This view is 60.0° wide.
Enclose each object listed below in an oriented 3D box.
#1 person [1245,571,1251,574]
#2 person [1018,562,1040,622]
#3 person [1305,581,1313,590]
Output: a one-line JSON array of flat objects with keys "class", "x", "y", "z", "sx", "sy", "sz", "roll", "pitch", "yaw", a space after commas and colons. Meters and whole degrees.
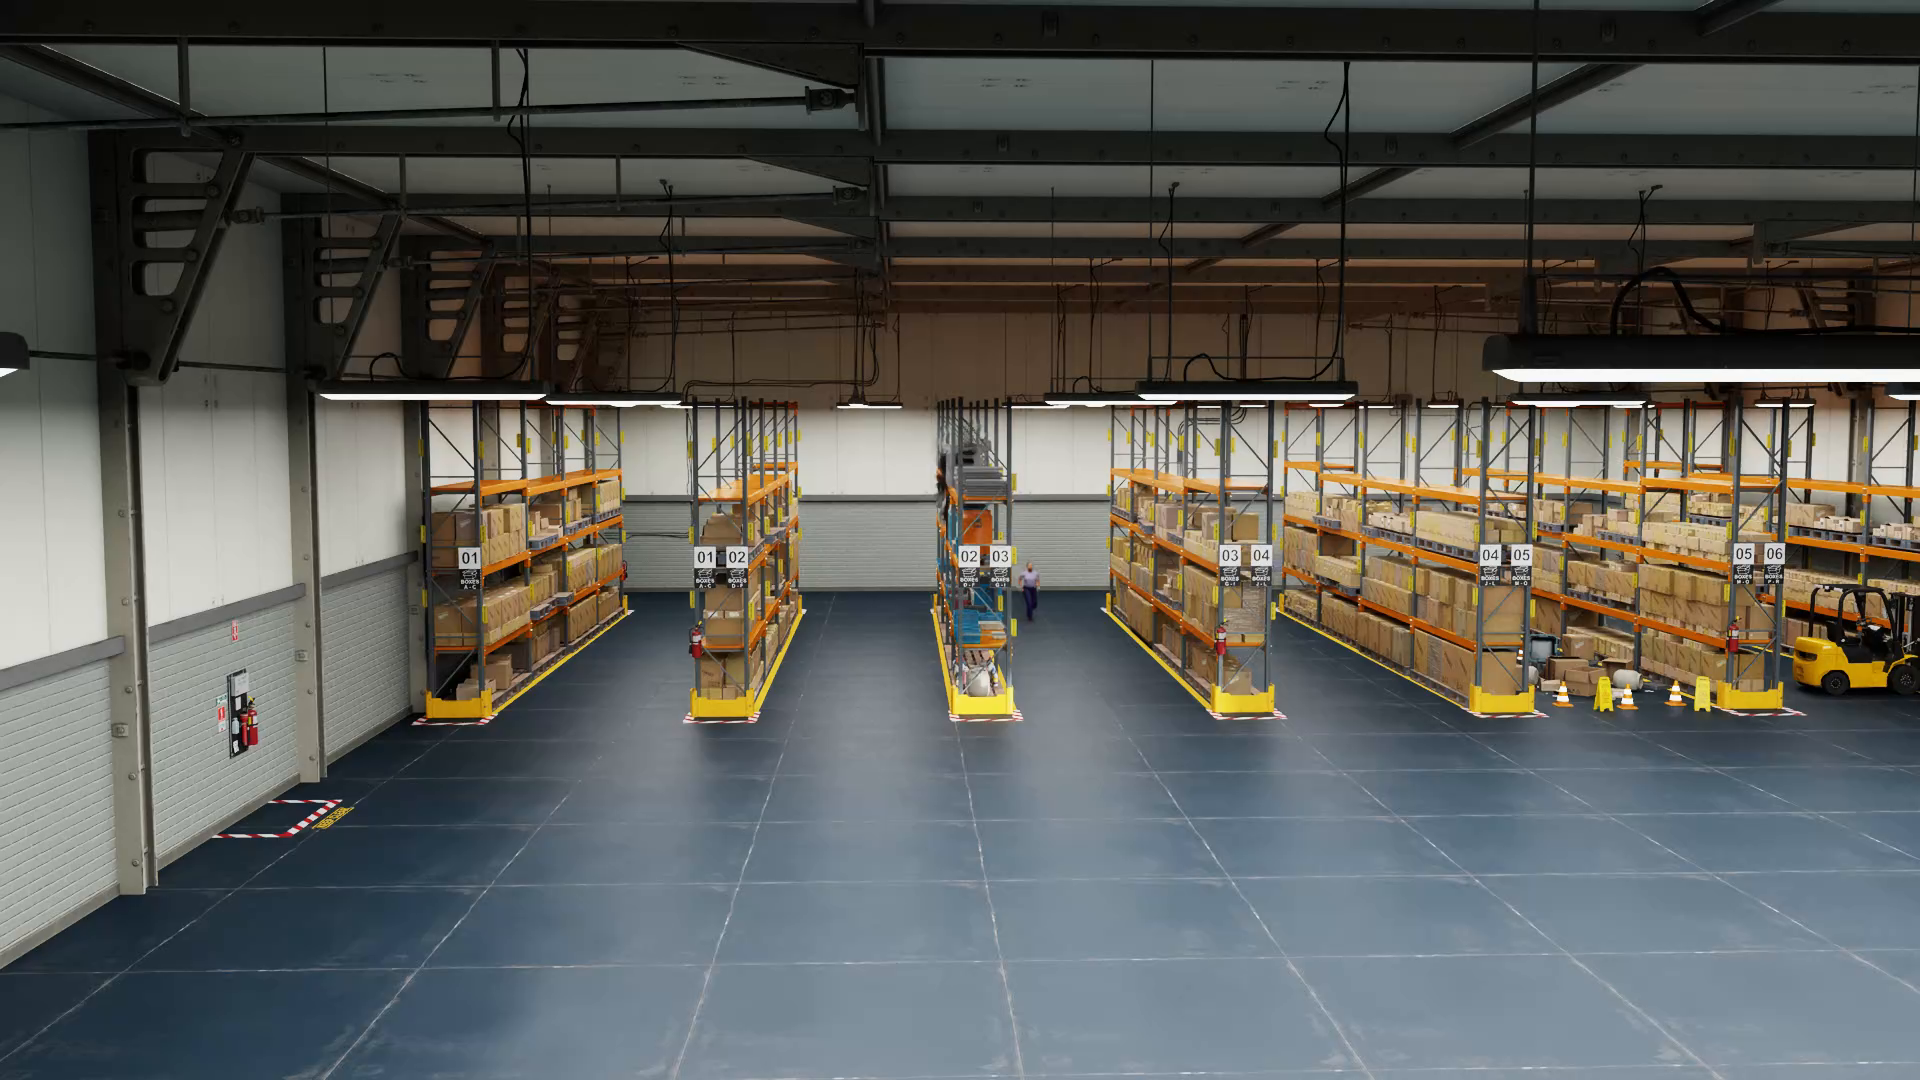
[{"class": "person", "x": 8.049, "y": 1.242, "z": 46.950, "sx": 0.703, "sy": 1.749, "sz": 0.789, "roll": 1, "pitch": 5, "yaw": 14}, {"class": "person", "x": 1.900, "y": 1.402, "z": 45.535, "sx": 0.609, "sy": 1.610, "sz": 0.711, "roll": -1, "pitch": 5, "yaw": -14}, {"class": "person", "x": 10.344, "y": 1.057, "z": 49.001, "sx": 0.838, "sy": 1.751, "sz": 0.662, "roll": 4, "pitch": 6, "yaw": 44}]
